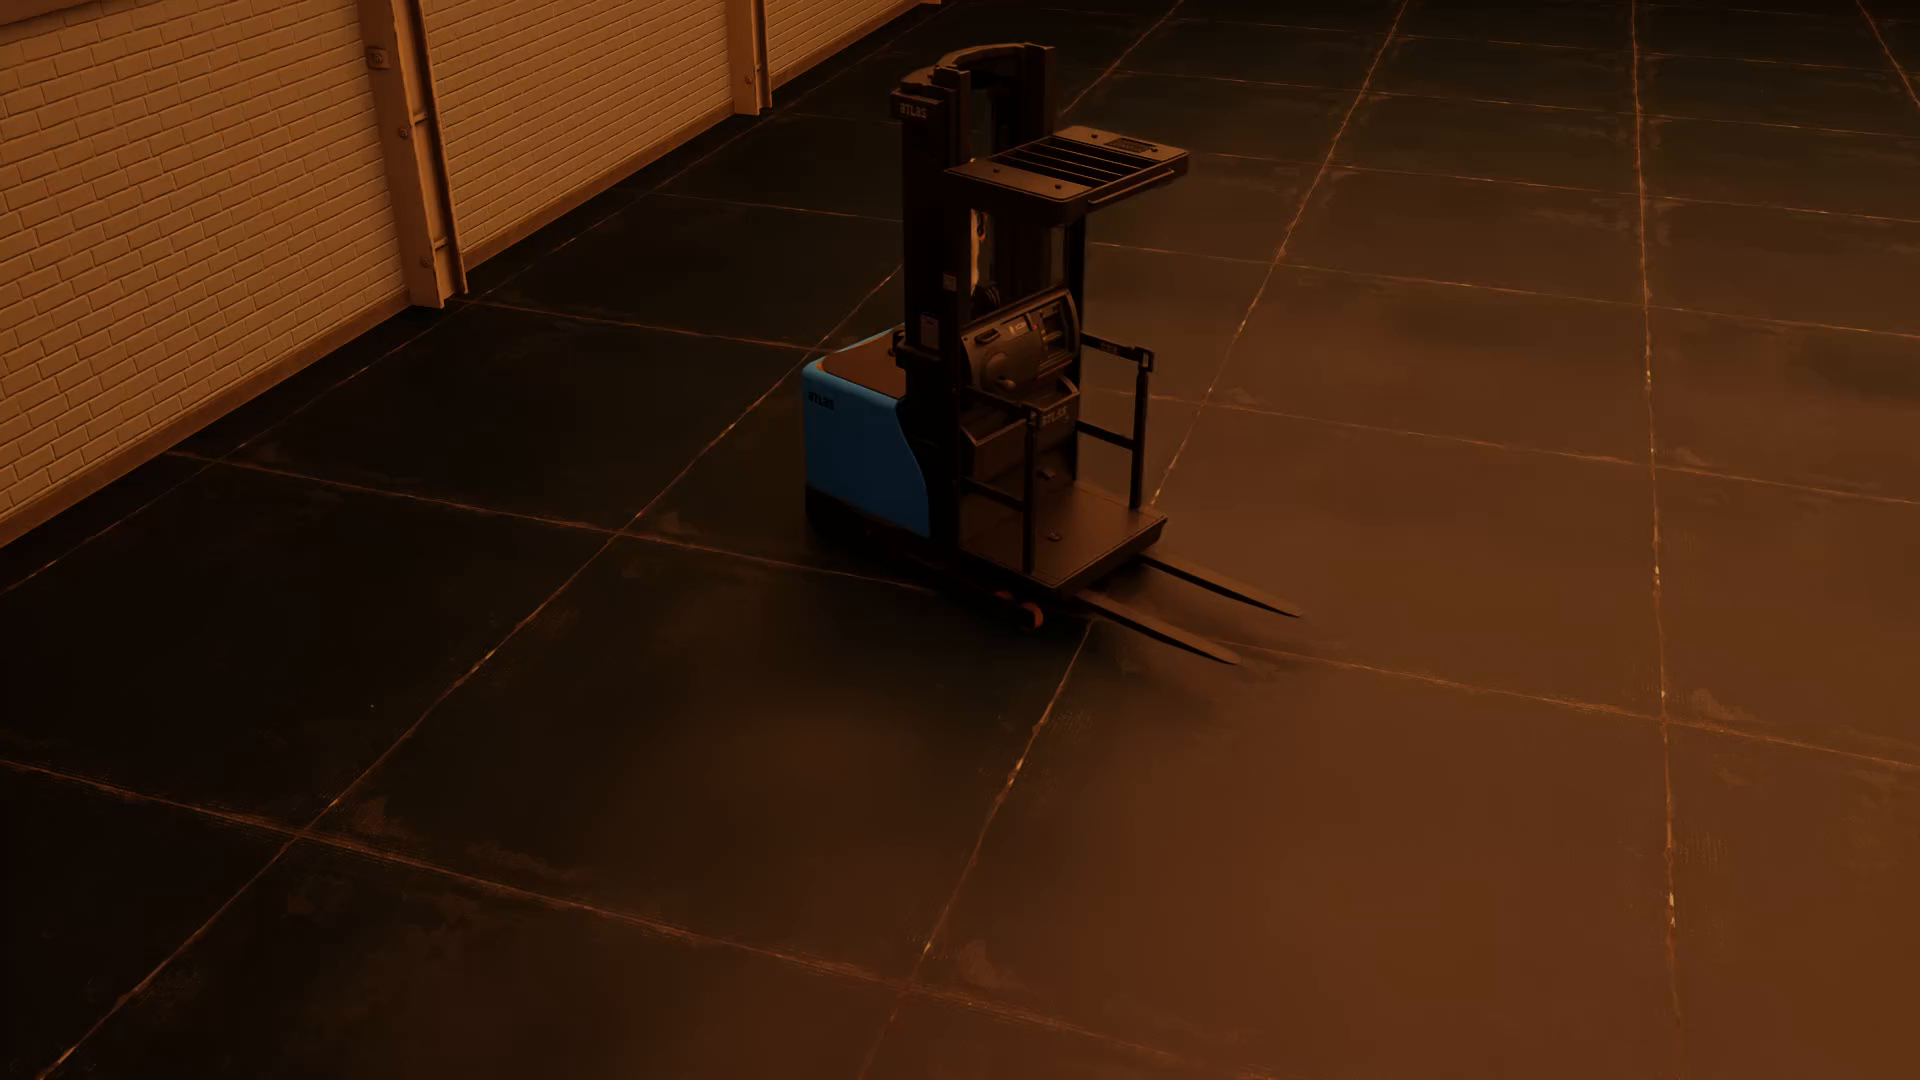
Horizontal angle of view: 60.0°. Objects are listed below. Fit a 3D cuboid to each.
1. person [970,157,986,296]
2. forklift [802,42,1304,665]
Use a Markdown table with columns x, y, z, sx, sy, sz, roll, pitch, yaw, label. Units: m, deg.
| x | y | z | sx | sy | sz | roll | pitch | yaw | label |
| --- | --- | --- | --- | --- | --- | --- | --- | --- | --- |
| -0.052 | -2.356 | 12.563 | 0.504 | 1.684 | 0.412 | 0 | 30 | 0 | person |
| 0.497 | -1.058 | 8.993 | 3.031 | 2.935 | 1.130 | 23 | 37 | 35 | forklift |
